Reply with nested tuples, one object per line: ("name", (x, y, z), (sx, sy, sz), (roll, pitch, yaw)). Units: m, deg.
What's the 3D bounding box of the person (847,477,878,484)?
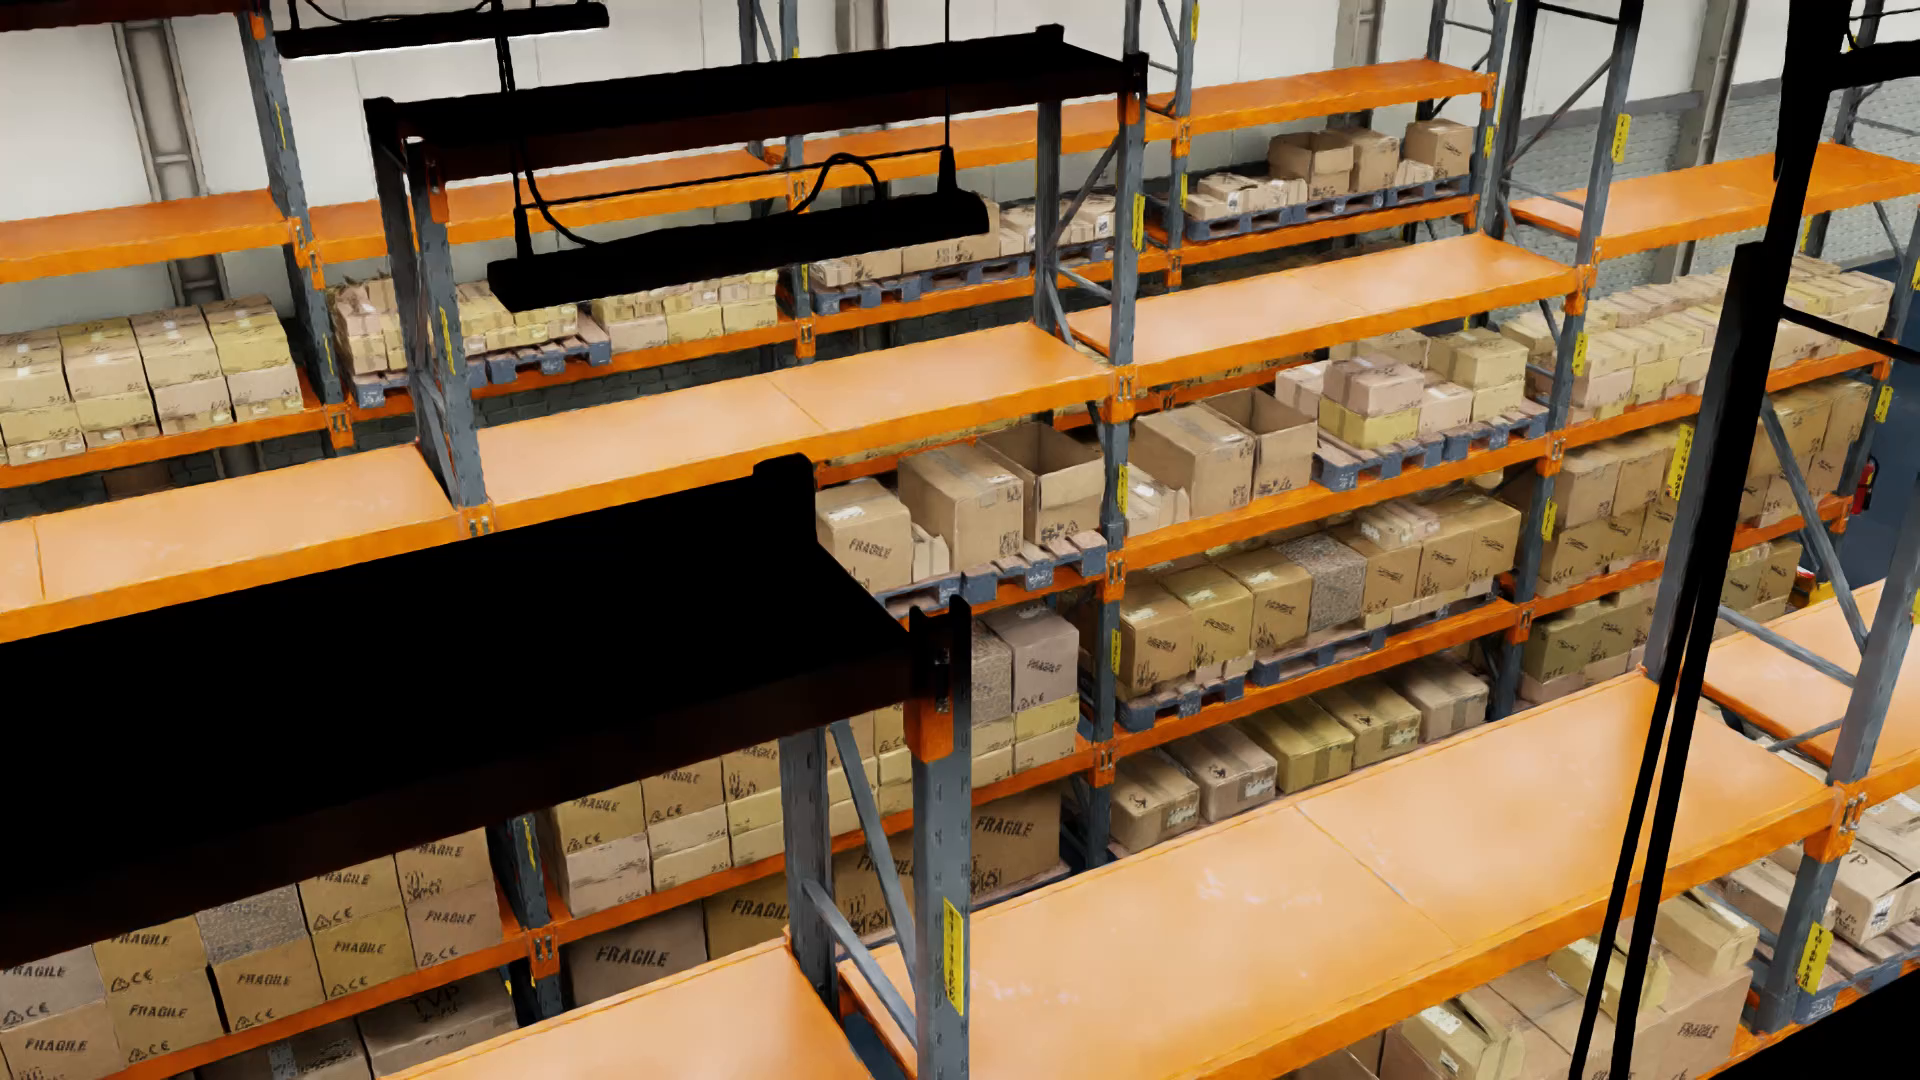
("person", (-0.846, 0.208, 14.793), (0.585, 1.664, 0.555), (-3, 28, -5))
